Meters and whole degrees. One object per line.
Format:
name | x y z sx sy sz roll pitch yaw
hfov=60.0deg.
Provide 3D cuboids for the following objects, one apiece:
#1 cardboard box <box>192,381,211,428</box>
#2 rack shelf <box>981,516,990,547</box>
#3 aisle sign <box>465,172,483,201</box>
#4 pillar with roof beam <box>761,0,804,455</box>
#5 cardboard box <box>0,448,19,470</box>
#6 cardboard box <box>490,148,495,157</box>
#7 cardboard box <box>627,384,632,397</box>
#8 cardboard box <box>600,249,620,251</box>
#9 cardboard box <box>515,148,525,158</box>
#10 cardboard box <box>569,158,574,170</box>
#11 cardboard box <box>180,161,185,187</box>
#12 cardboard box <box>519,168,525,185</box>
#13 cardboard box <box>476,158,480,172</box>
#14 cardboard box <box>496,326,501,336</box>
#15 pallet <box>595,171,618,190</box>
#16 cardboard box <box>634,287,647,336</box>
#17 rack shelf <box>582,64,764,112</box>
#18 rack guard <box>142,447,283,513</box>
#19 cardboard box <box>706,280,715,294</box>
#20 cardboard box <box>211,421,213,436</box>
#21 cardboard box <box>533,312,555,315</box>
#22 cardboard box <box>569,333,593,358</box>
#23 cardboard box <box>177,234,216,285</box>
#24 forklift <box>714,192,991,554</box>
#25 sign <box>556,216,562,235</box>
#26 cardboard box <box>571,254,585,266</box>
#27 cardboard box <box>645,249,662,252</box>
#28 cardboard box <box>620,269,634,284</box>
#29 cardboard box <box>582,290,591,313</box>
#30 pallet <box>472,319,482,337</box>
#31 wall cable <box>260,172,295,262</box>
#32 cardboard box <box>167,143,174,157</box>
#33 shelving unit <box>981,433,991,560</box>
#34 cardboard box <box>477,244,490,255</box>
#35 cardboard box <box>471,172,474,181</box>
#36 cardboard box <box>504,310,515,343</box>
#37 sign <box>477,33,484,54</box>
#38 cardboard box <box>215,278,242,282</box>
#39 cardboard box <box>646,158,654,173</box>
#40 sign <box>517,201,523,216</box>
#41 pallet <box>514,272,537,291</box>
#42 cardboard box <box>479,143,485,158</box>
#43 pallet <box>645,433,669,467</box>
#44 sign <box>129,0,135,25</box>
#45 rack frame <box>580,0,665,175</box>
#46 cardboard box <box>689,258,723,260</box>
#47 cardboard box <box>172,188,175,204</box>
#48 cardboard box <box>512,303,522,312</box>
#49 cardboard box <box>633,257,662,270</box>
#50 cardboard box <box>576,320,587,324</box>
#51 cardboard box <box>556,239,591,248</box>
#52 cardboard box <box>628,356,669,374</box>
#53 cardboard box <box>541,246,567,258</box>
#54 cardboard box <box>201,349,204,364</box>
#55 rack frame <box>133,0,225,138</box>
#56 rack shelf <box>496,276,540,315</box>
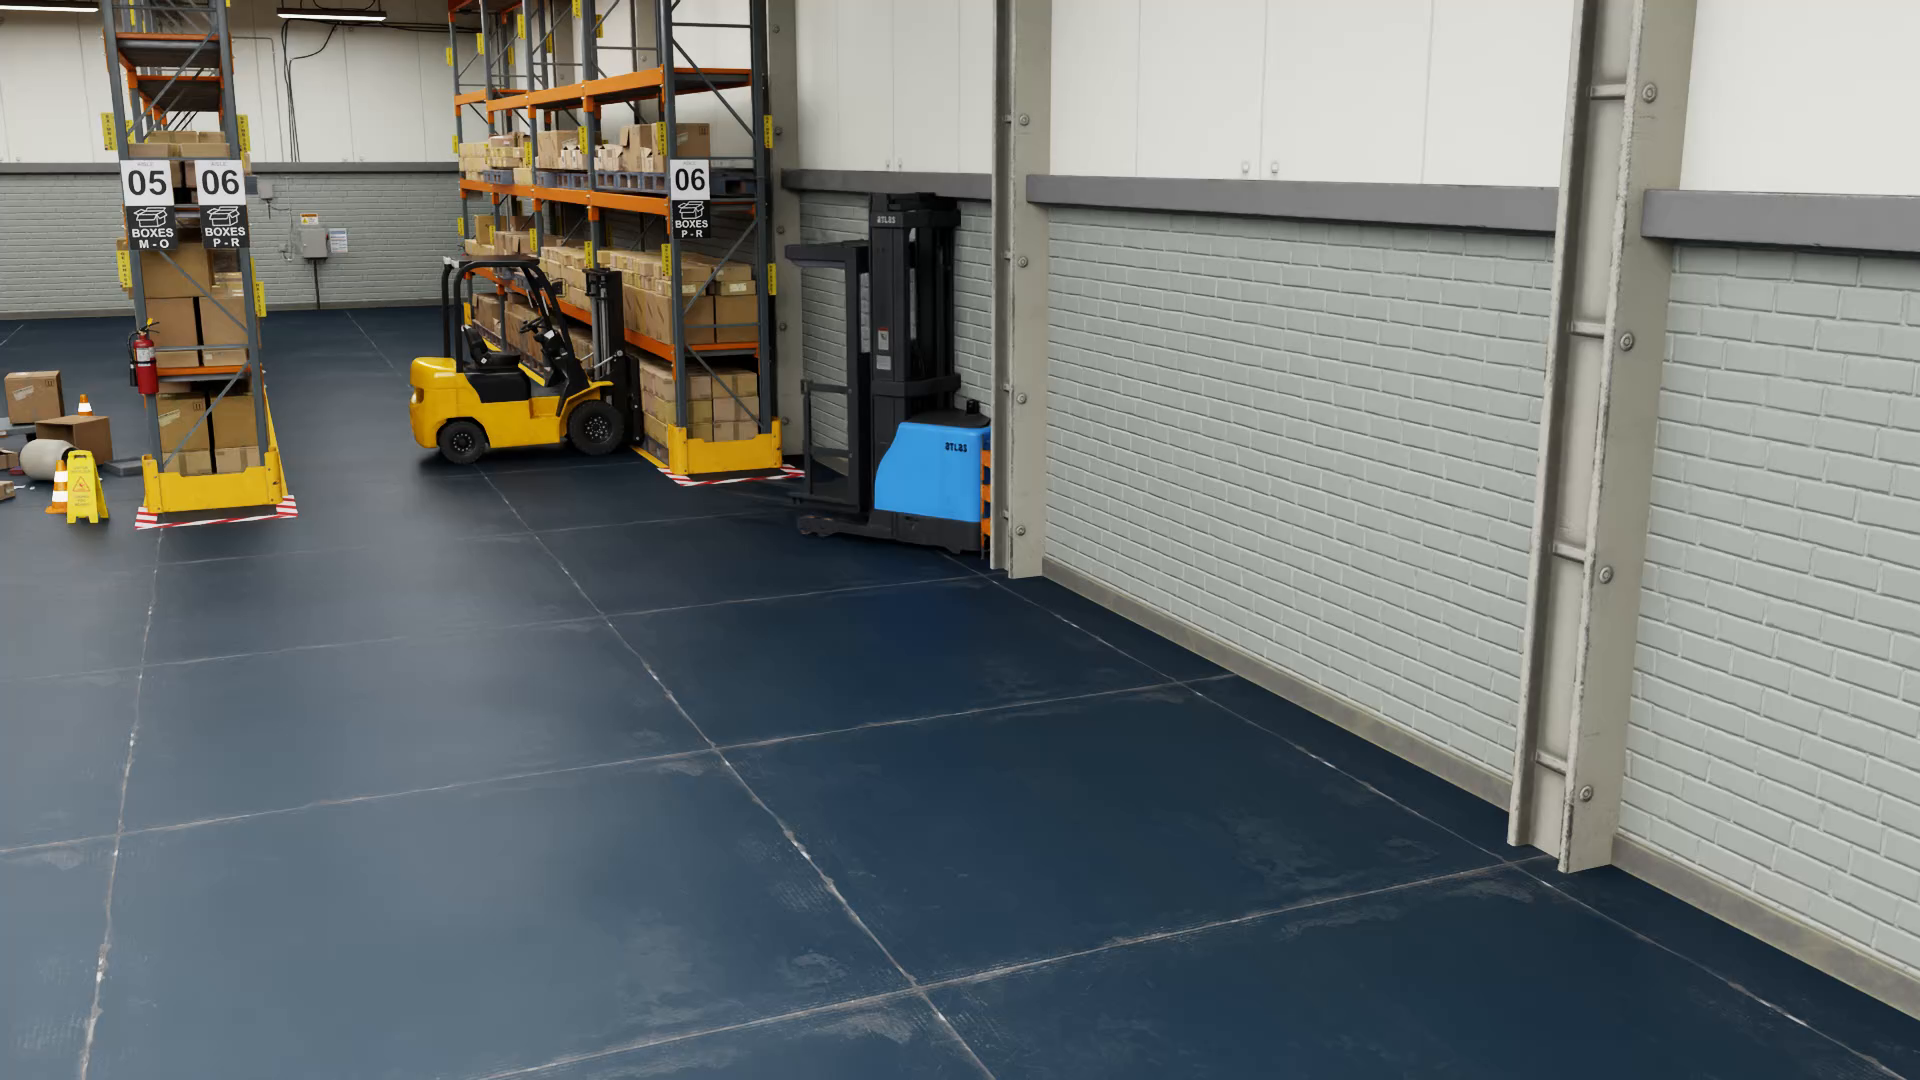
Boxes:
cardboard box | -8.003 -1.362 17.104 0.500 0.500 0.500 -6 14 -24
rack shelf | 0.316 -0.051 13.536 0.215 0.259 0.240 -6 14 -21
aisle sign | -9.195 -6.786 31.271 0.394 0.787 0.004 -6 14 -23
pillar with roof beam | -5.887 -4.985 15.952 9.100 9.000 0.400 -6 14 -23
cardboard box | -10.278 -0.909 17.709 0.396 0.266 0.258 6 14 26
cardboard box | -7.343 -6.236 26.754 0.380 0.149 0.250 -6 14 -24
cardboard box | -3.585 -1.720 19.206 0.500 0.250 0.500 -6 14 -23
cardboard box | -4.927 -3.986 23.280 0.380 0.149 0.250 -6 14 -23
cardboard box | -6.519 -5.867 25.202 0.380 0.149 0.250 -6 14 -24
cardboard box | -4.810 -4.844 21.400 0.380 0.149 0.250 -6 14 -23
cardboard box | -7.675 -3.497 15.846 0.500 0.250 0.500 -6 14 -24
cardboard box | -6.324 -5.455 24.967 0.500 0.250 0.500 -6 14 -23
cardboard box | -8.131 -6.529 28.947 0.500 0.250 0.500 -5 14 -22
cardboard box | -7.788 -3.609 28.704 0.380 0.149 0.250 -6 14 -25
pallet | -3.726 -4.297 19.826 1.003 0.211 1.213 -6 14 -23
cardboard box | -3.332 -2.566 18.585 0.500 0.500 0.500 -6 14 -24
rack shelf | -3.290 -5.017 18.570 1.077 0.370 4.000 -6 14 -23
rack guard | -7.066 -0.575 15.744 1.175 0.500 0.348 -6 14 -23
cardboard box | -2.544 -2.729 17.850 0.380 0.149 0.250 -6 14 -23
cardboard box | -8.425 -1.213 18.124 0.500 0.250 0.500 -5 14 -20
cardboard box | -6.390 -3.431 25.717 0.380 0.149 0.250 -5 14 -21
cardboard box | -4.917 -2.523 22.953 0.875 0.625 0.625 -6 14 -25
cardboard box | -8.007 -2.860 16.977 0.700 0.500 0.500 -6 14 -23
forklift | -0.827 -1.543 14.534 3.031 2.935 1.130 8 15 32
sign | -6.789 -5.320 28.136 0.100 0.325 0.005 -6 14 -23
cardboard box | -4.970 -3.729 22.169 0.380 0.149 0.250 -5 14 -22
cardboard box | -3.686 -3.523 20.621 0.380 0.149 0.250 -6 14 -23
cardboard box | -3.718 -3.060 19.280 0.380 0.149 0.250 -6 14 -25
cardboard box | -4.533 -3.060 21.270 0.500 0.250 0.500 -5 14 -22
pallet | -8.547 -3.993 31.153 1.003 0.211 1.213 -6 14 -23
wall cable | -14.430 -6.871 35.151 0.588 1.984 0.122 -6 14 -23
cardboard box | -7.510 -3.604 15.427 0.380 0.149 0.250 -5 14 -22
shelving unit | 0.314 -0.332 13.471 0.215 1.050 0.252 -6 14 -21
cardboard box | -8.331 -5.173 29.741 0.500 0.250 0.500 -6 14 -24
cardboard box | -8.458 -6.458 29.526 0.380 0.149 0.250 -6 14 -23
cardboard box | -7.308 -3.572 27.762 0.500 0.500 0.500 -5 14 -21
sign | -7.800 -8.076 27.061 0.100 0.325 0.005 -6 14 -23
cardboard box | -7.807 -2.515 17.703 0.500 0.500 0.500 -5 14 -21
cardboard box | -3.099 -3.962 17.588 0.380 0.149 0.250 -6 14 -25
sign | -8.382 -6.296 31.650 0.100 0.325 0.005 -6 14 -23
pallet | -6.029 -3.919 25.076 1.213 0.211 1.003 -6 14 -23
cardboard box | -7.930 -6.668 28.442 0.500 0.250 0.500 -6 14 -24
pallet | -2.834 -1.022 18.316 1.003 0.211 1.213 -6 14 -23
sign | -10.747 -6.834 21.516 0.100 0.325 0.005 -6 14 -23
rack frame | -4.091 -5.975 20.229 1.000 3.000 0.127 -6 14 -23
cardboard box | -2.849 -3.102 18.802 0.380 0.149 0.250 -6 14 -24
cardboard box | -7.435 -3.164 15.294 0.380 0.149 0.250 -6 14 -23
cardboard box | -7.214 -3.860 27.567 0.380 0.149 0.250 -6 14 -25
cardboard box | -3.531 -3.160 19.053 0.380 0.149 0.250 -6 14 -23
cardboard box | -5.617 -3.317 25.225 0.380 0.149 0.250 -5 14 -20
cardboard box | -5.756 -4.252 24.938 0.500 0.500 0.500 -5 14 -20
cardboard box | -3.576 -1.959 19.130 0.500 0.250 0.500 -6 14 -24
cardboard box | -5.836 -4.151 23.992 0.380 0.149 0.250 -5 14 -21
cardboard box | -7.096 -1.794 16.027 0.380 0.149 0.250 -5 14 -22
rack frame | -10.240 -6.352 21.859 1.000 3.000 0.127 -6 14 -23
rack shelf | -6.495 -3.941 26.343 1.077 0.370 4.000 -6 14 -23
